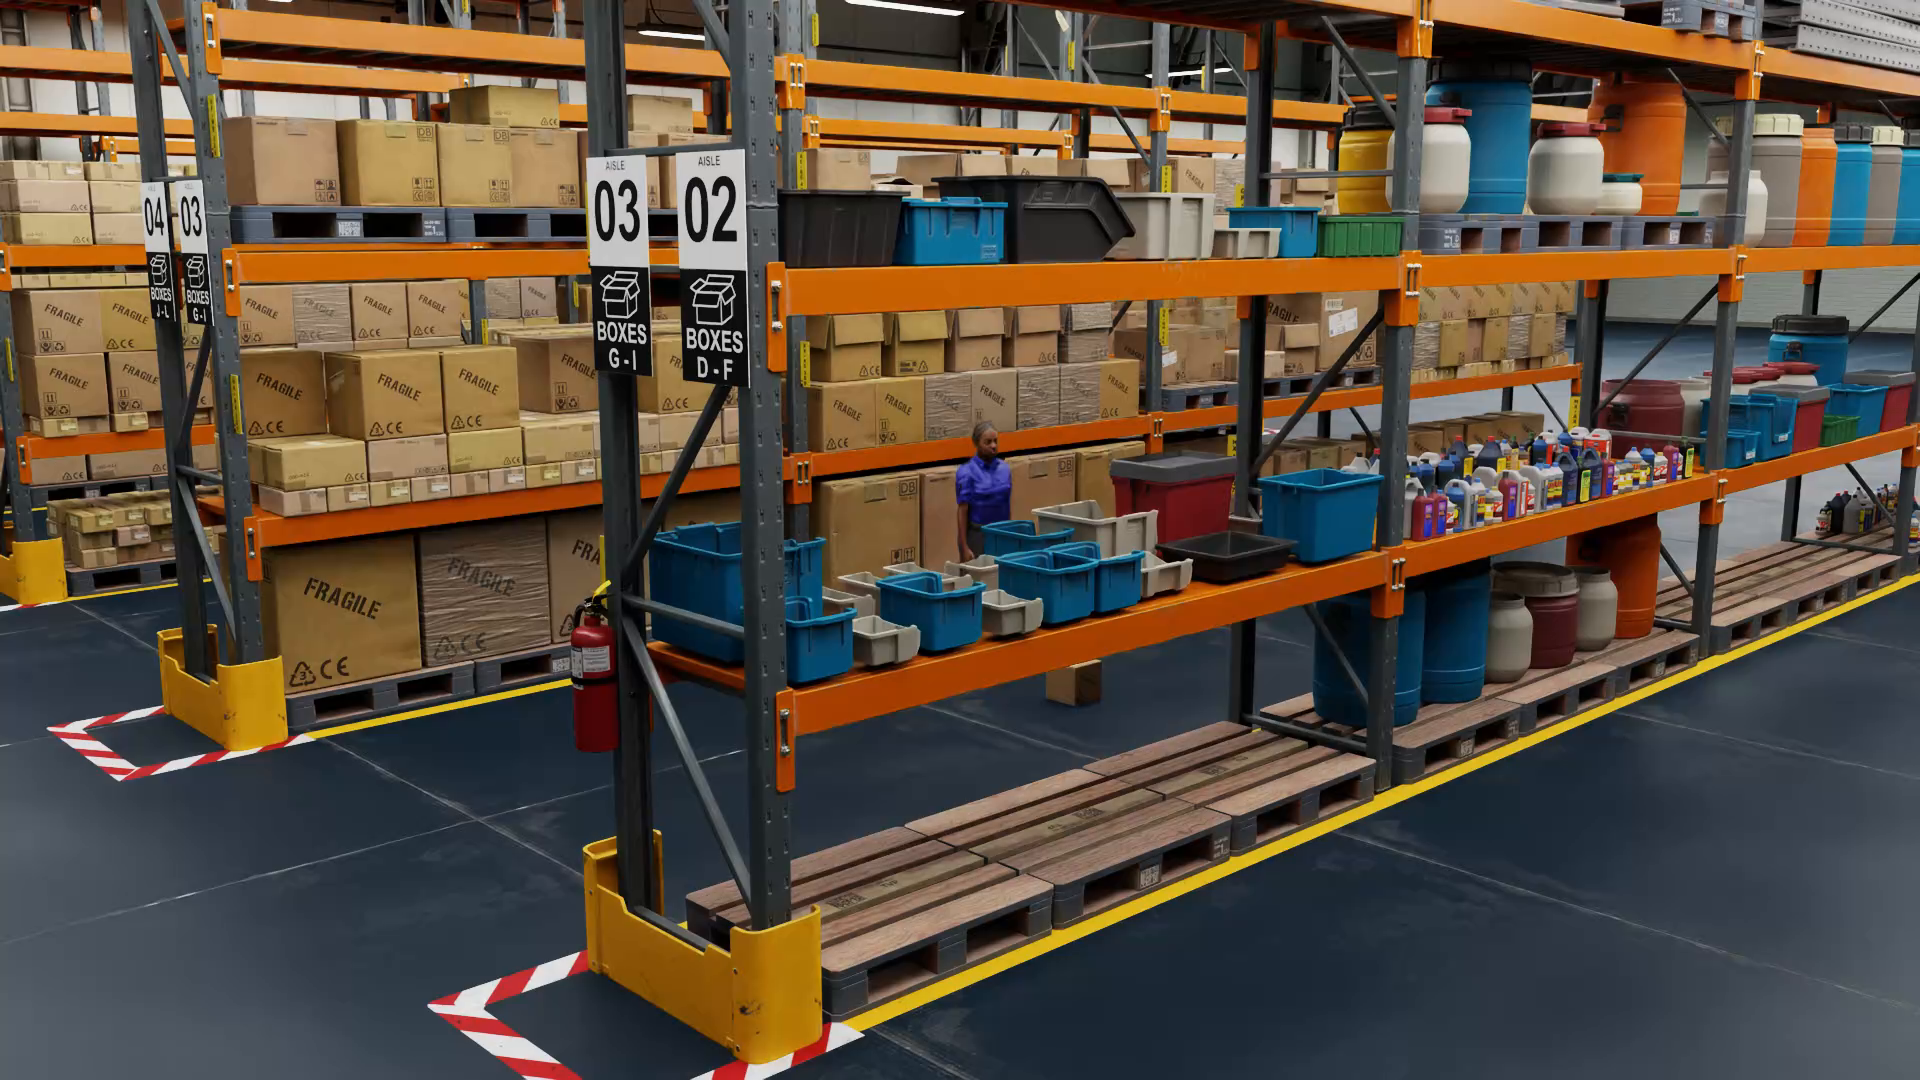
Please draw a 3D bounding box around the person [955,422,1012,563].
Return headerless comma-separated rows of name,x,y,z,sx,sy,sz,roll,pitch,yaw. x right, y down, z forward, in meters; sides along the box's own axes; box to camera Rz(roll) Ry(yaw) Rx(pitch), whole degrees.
person,0.213,0.057,11.143,0.485,1.687,0.576,-6,12,-27
